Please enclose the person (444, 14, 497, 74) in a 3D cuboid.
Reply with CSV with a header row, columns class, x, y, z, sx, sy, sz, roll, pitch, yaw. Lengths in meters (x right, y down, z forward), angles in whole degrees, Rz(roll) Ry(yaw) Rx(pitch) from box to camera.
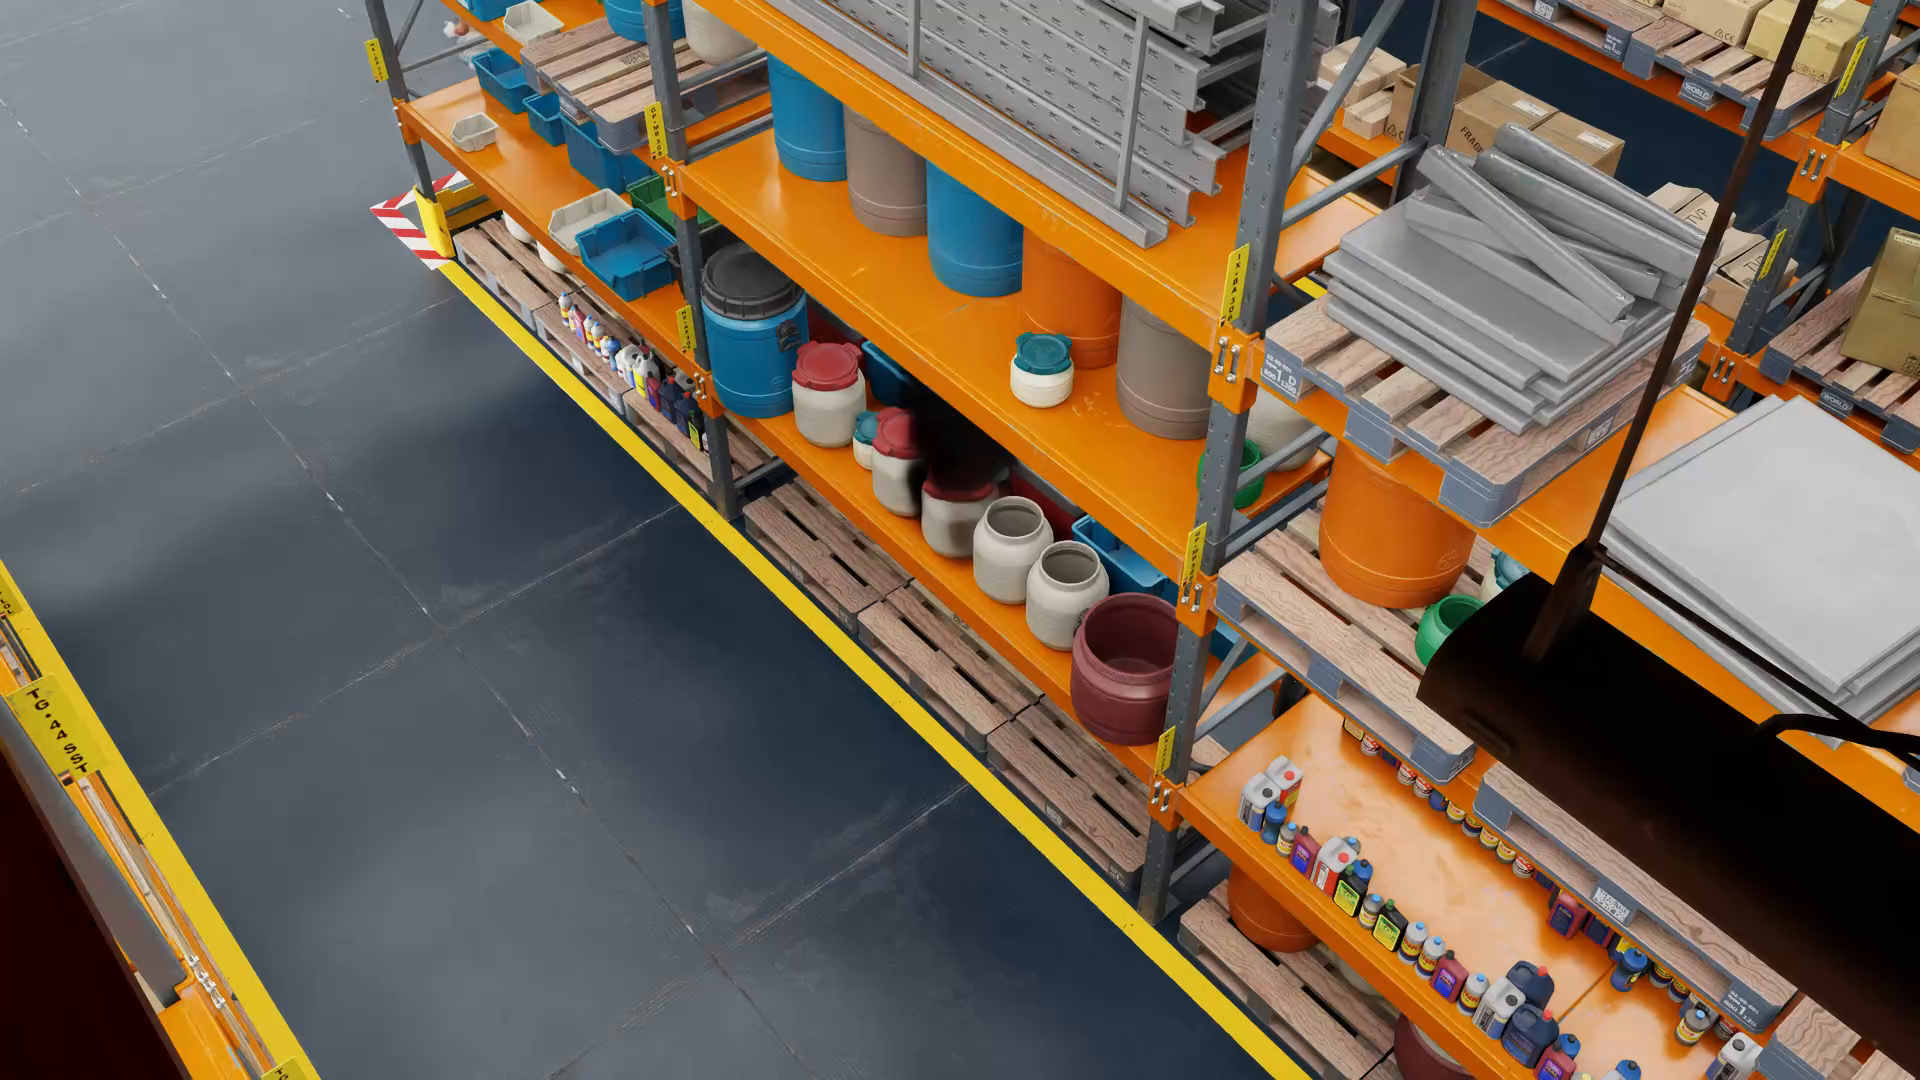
class,x,y,z,sx,sy,sz,roll,pitch,yaw
person,-4.035,-4.250,13.835,0.552,1.714,0.711,7,47,6
